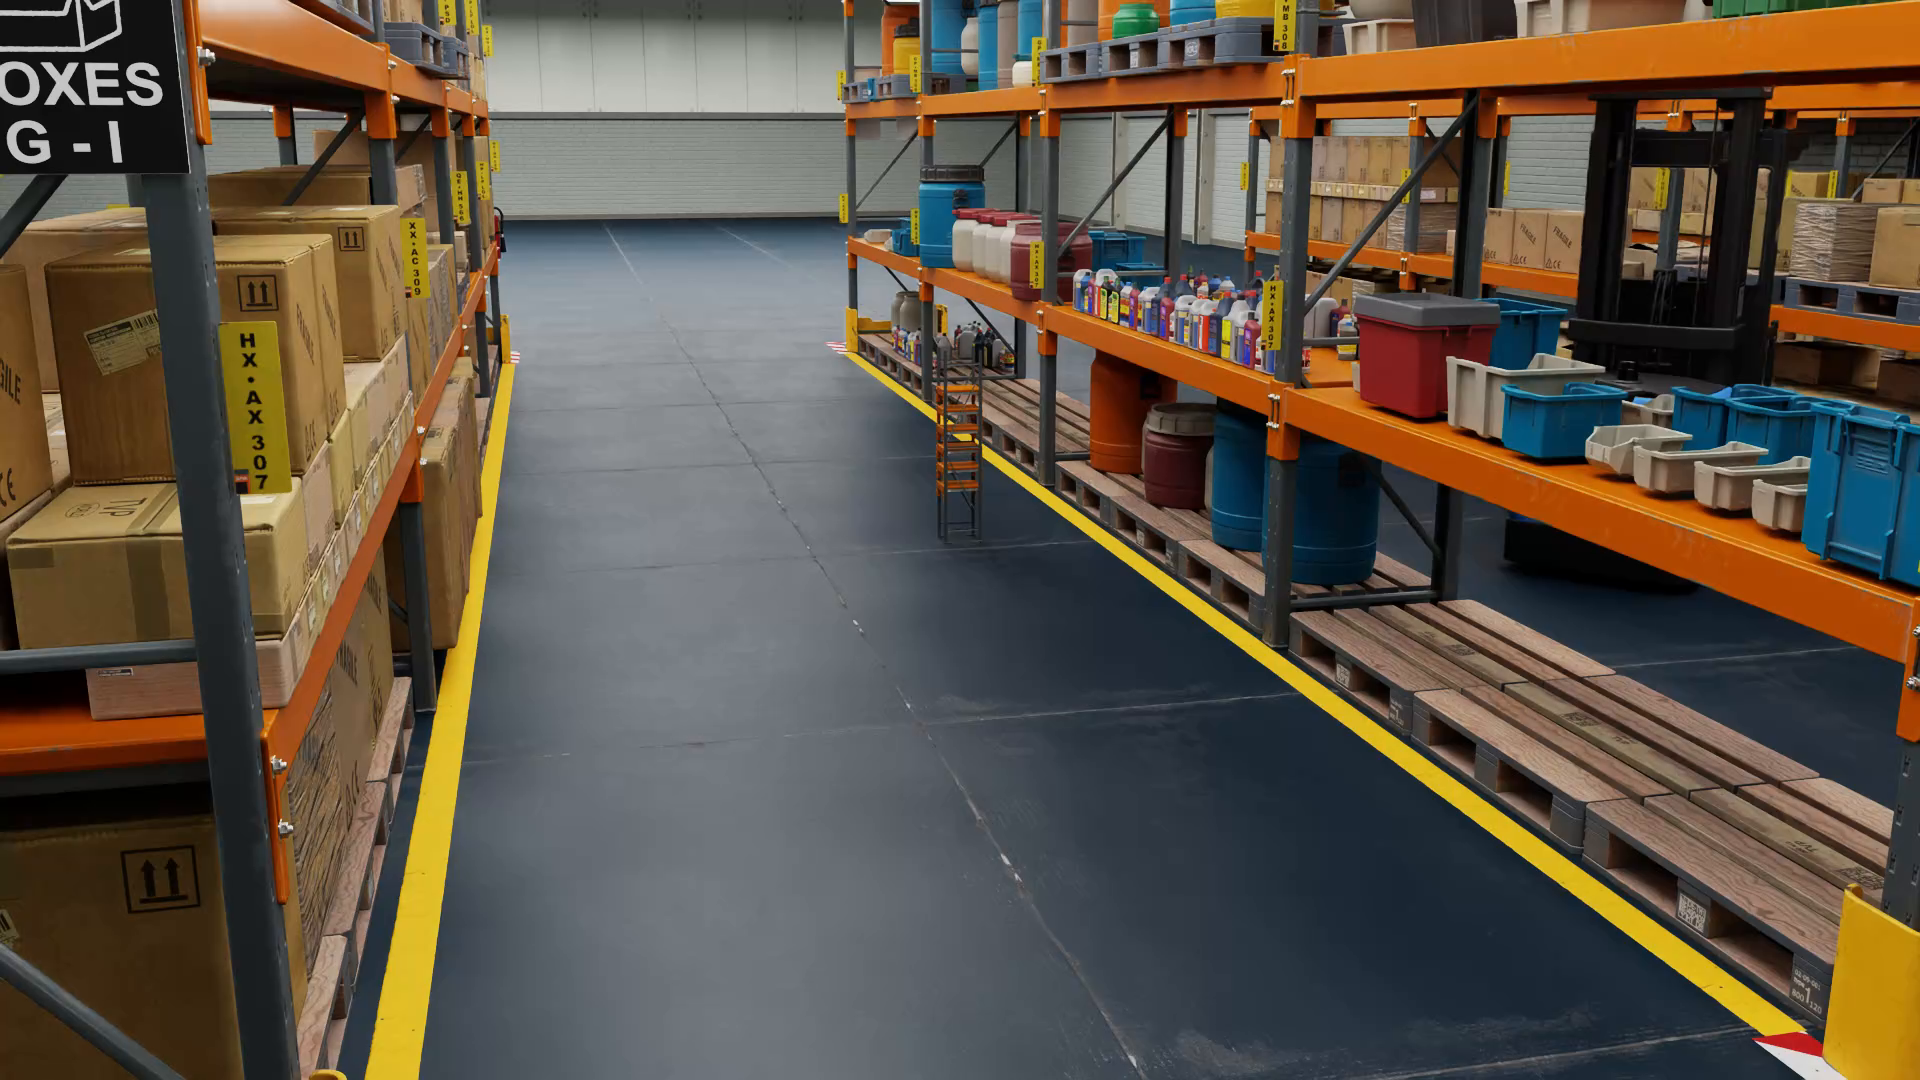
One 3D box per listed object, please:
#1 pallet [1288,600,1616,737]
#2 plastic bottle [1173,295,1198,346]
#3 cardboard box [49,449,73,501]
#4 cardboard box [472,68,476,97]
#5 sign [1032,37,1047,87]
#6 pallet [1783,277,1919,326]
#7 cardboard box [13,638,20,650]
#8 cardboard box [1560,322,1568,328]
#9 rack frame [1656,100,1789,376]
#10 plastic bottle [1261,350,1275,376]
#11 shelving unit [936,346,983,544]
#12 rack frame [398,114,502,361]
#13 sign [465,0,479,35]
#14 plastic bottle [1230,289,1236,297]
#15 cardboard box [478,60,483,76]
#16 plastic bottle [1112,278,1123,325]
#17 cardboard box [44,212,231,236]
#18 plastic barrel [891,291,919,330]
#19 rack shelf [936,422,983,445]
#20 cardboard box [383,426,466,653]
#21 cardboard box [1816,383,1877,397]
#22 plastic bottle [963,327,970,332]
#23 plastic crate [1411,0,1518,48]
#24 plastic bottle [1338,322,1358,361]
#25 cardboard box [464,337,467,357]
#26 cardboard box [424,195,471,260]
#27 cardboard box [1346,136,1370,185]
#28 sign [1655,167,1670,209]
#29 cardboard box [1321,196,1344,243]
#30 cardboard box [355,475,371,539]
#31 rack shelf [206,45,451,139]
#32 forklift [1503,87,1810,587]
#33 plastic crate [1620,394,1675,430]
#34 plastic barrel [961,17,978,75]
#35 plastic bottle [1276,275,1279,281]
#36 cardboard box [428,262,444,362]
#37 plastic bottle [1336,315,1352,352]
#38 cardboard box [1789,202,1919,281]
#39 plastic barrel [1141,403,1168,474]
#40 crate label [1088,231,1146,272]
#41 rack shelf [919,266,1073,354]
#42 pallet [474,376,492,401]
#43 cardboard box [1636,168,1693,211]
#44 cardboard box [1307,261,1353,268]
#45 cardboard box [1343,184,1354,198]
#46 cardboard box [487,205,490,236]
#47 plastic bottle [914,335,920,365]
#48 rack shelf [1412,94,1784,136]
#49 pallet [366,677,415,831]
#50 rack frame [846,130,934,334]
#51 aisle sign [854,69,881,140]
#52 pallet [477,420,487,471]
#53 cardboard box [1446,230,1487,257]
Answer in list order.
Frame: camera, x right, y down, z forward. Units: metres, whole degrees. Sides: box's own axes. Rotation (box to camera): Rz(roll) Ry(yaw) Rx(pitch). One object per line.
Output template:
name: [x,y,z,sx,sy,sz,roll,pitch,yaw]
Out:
pallet: [2.222,0.565,7.668,1.003,0.211,1.213,-3,14,-13]
plastic bottle: [1.314,-1.255,9.503,0.152,0.276,0.135,-3,14,-13]
cardboard box: [-2.354,-0.044,3.974,0.500,0.250,0.500,-4,14,-14]
cardboard box: [-4.668,-4.150,15.090,0.500,0.250,0.500,-3,14,-14]
sign: [0.539,-3.253,11.324,0.100,0.325,0.005,-3,14,-13]
pallet: [6.349,-1.613,11.114,1.003,0.211,1.213,-3,14,-13]
cardboard box: [-2.388,0.182,3.890,0.380,0.149,0.250,-3,14,-13]
cardboard box: [5.565,-1.906,15.635,0.500,0.311,0.500,-3,14,-13]
rack frame: [5.887,-2.155,12.926,1.000,3.000,0.127,-3,14,-13]
plastic bottle: [1.604,-0.969,8.336,0.152,0.276,0.135,-3,14,-13]
shelving unit: [-0.003,-0.586,10.298,0.258,1.200,0.189,-3,14,-13]
rack frame: [-5.621,-3.449,18.224,1.000,3.000,0.127,-3,14,-13]
sign: [-4.143,-4.458,14.113,0.100,0.325,0.005,-3,14,-13]
plastic bottle: [1.759,-1.520,10.748,0.097,0.201,0.097,0,14,0]
cardboard box: [-5.053,-4.800,16.910,0.380,0.149,0.250,-3,14,-13]
plastic bottle: [1.009,-1.512,10.540,0.061,0.283,0.133,-3,14,-13]
cardboard box: [-2.831,-0.878,5.809,0.500,0.500,0.500,-3,14,-13]
plastic barrel: [-0.578,-2.573,18.995,0.421,0.512,0.421,0,14,0]
rack shelf: [-0.003,-0.660,10.280,0.258,0.103,0.180,-3,14,-13]
cardboard box: [-2.973,0.001,7.695,1.225,0.875,0.875,-3,14,-13]
cardboard box: [6.457,-0.832,11.852,0.500,0.500,0.500,-4,14,-15]
plastic bottle: [0.116,-2.125,17.615,0.152,0.276,0.135,-4,14,-15]
plastic crate: [2.036,-2.049,6.447,0.497,0.269,0.590,-3,14,-13]
plastic bottle: [2.070,-1.061,8.870,0.097,0.201,0.097,0,14,0]
cardboard box: [-4.737,-1.610,15.080,0.500,0.500,0.500,-4,14,-15]
cardboard box: [-4.185,-2.386,12.769,0.797,0.503,0.637,-2,14,-7]
cardboard box: [4.601,-4.090,17.905,0.700,0.500,0.500,-3,14,-13]
sign: [5.349,-2.685,12.659,0.100,0.325,0.005,-3,14,-13]
cardboard box: [4.472,-3.583,18.564,0.700,0.500,0.500,-3,14,-11]
cardboard box: [-1.989,-0.091,5.008,0.380,0.149,0.250,-4,14,-15]
rack shelf: [-3.273,-2.250,8.511,1.077,0.370,4.000,-3,14,-13]
forklift: [4.433,-1.460,10.225,1.130,2.935,3.031,10,17,34]
plastic crate: [2.712,-0.473,6.471,0.293,0.136,0.466,-3,14,-13]
plastic barrel: [0.222,-4.628,15.609,0.421,0.512,0.421,0,14,0]
plastic bottle: [1.922,-1.410,9.981,0.144,0.351,0.185,-3,14,-13]
cardboard box: [-3.031,-1.200,8.806,0.500,0.500,0.500,-3,14,-12]
plastic bottle: [2.141,-1.146,9.215,0.097,0.201,0.097,0,14,0]
cardboard box: [6.174,-2.047,11.388,0.700,0.500,0.500,-1,14,-3]
plastic barrel: [1.423,-0.638,11.074,0.421,0.512,0.421,0,14,0]
crate label: [1.101,-2.141,12.795,0.502,0.435,0.616,-3,14,-13]
rack shelf: [0.602,-1.991,13.774,1.077,0.370,4.000,-3,14,-13]
pallet: [-4.874,-1.325,15.404,1.003,0.211,1.213,-3,14,-13]
cardboard box: [8.749,-4.337,20.552,0.500,0.500,0.500,-3,14,-13]
cardboard box: [4.424,-3.126,20.229,0.500,0.500,0.500,-3,14,-13]
cardboard box: [4.379,-3.785,18.022,0.380,0.149,0.250,-3,14,-12]
cardboard box: [-5.210,-3.287,16.724,0.875,0.500,0.500,-3,14,-13]
plastic bottle: [-0.423,-1.908,16.715,0.061,0.283,0.133,-2,14,-9]
rack shelf: [5.418,-3.724,14.544,1.077,0.370,4.000,-3,14,-13]
pallet: [-2.701,0.854,6.488,1.003,0.211,1.213,-3,14,-13]
rack frame: [-0.807,-3.725,19.354,1.000,3.000,0.127,-3,14,-13]
aisle sign: [-1.109,-4.988,19.046,0.394,0.787,0.004,-3,14,-13]
pallet: [-4.208,-0.710,12.889,1.003,0.211,1.213,-3,14,-13]
cardboard box: [5.106,-2.893,16.266,0.500,0.250,0.500,-2,14,-10]
